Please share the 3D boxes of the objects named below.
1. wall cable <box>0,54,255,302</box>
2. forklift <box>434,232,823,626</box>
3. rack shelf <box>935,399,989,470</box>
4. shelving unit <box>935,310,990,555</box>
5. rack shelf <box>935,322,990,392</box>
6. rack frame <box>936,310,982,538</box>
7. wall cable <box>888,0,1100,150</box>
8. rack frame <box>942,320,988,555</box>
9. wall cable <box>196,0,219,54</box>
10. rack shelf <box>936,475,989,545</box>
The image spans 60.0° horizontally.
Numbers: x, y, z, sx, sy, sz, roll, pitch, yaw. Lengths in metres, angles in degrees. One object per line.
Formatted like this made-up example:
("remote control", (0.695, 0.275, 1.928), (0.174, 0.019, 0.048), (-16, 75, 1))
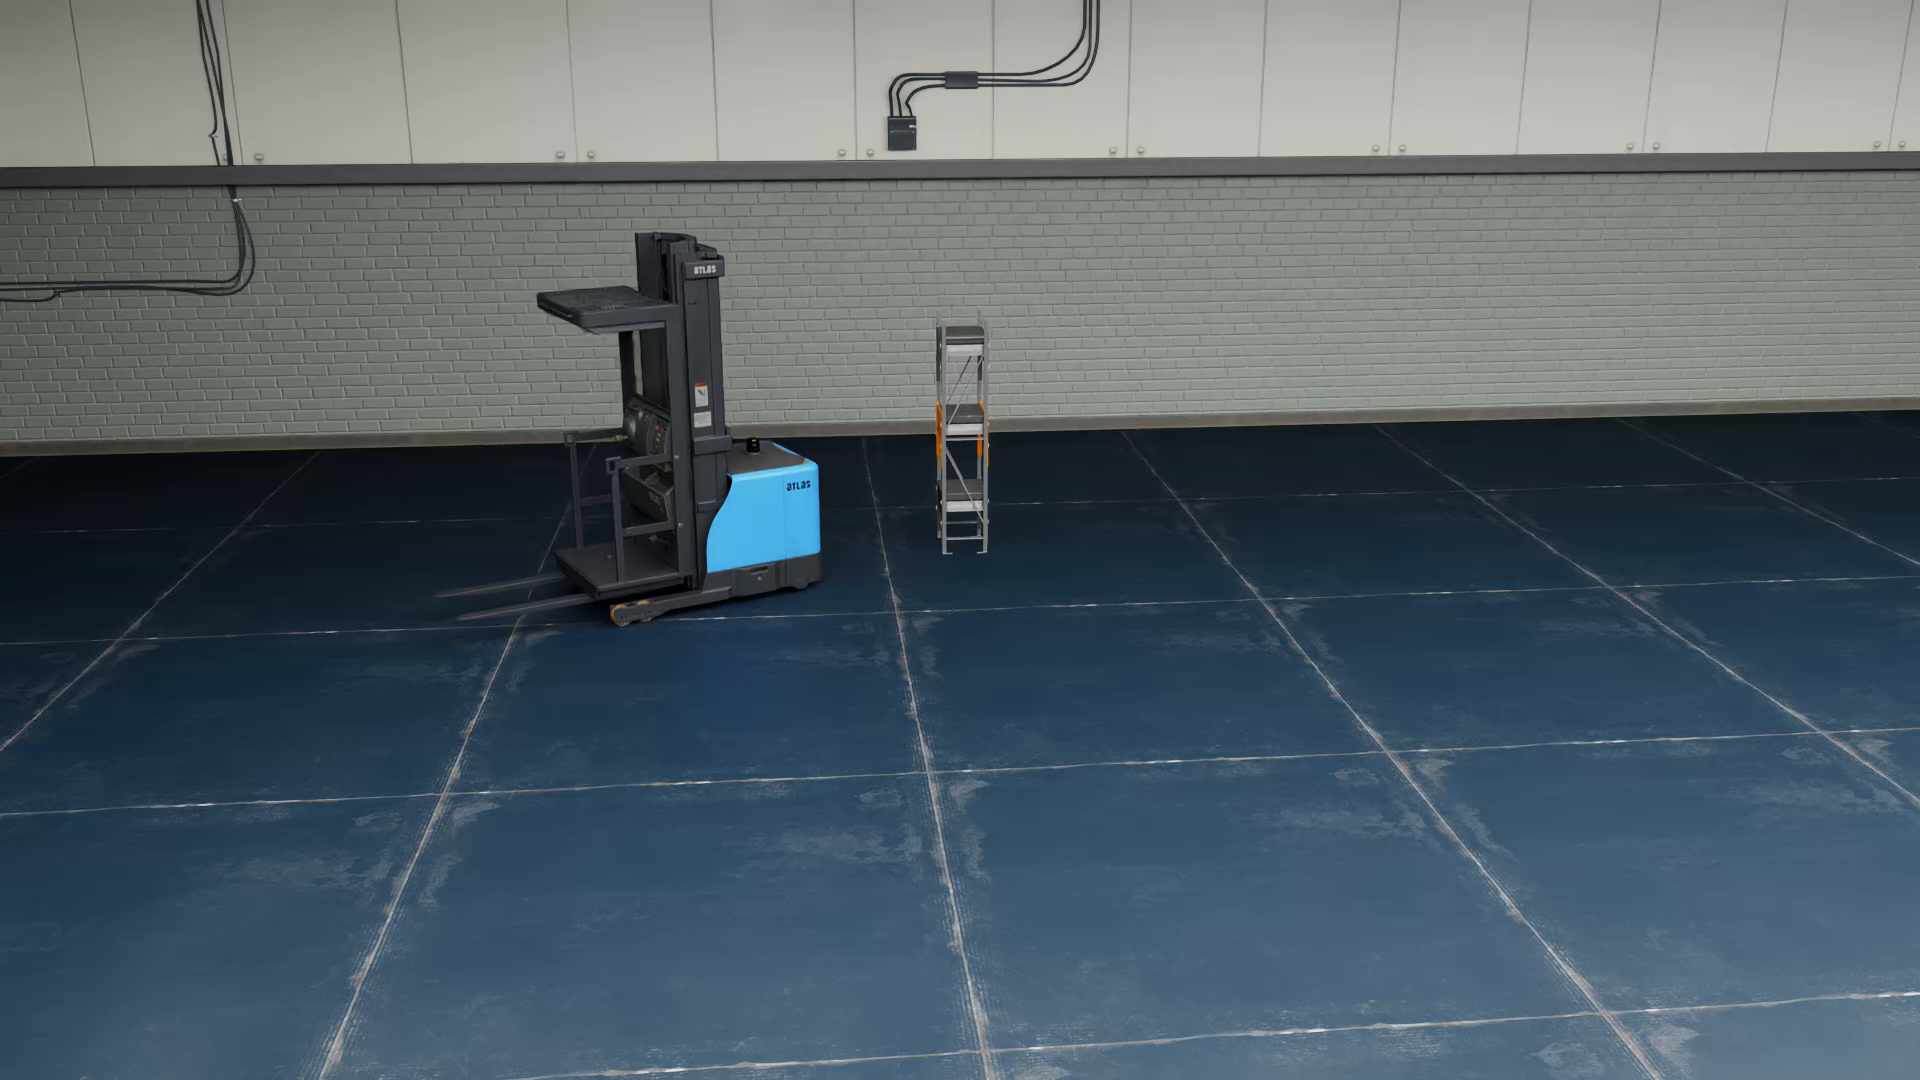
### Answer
("wall cable", (-9.077, -3.755, 17.371), (3.097, 2.526, 0.112), (-2, 18, -6))
("forklift", (-2.682, -0.900, 13.225), (3.031, 2.935, 1.130), (-10, 20, -30))
("rack shelf", (0.017, -0.939, 14.782), (0.431, 0.518, 0.480), (-2, 18, -6))
("shelving unit", (0.017, -0.952, 14.778), (0.431, 2.100, 0.503), (-2, 18, -6))
("rack shelf", (0.017, -1.607, 14.573), (0.431, 0.518, 0.480), (-2, 18, -6))
("rack frame", (-0.008, -1.025, 15.010), (0.400, 2.100, 0.015), (-2, 18, -6))
("wall cable", (0.368, -7.147, 17.315), (2.305, 6.003, 0.169), (-2, 18, -6))
("rack frame", (0.042, -0.880, 14.547), (0.400, 2.100, 0.015), (-2, 18, -6))
("wall cable", (-6.386, -6.248, 16.880), (3.097, 2.526, 0.112), (-2, 18, -6))
("rack shelf", (0.017, -0.272, 14.992), (0.431, 0.518, 0.480), (-2, 18, -6))
